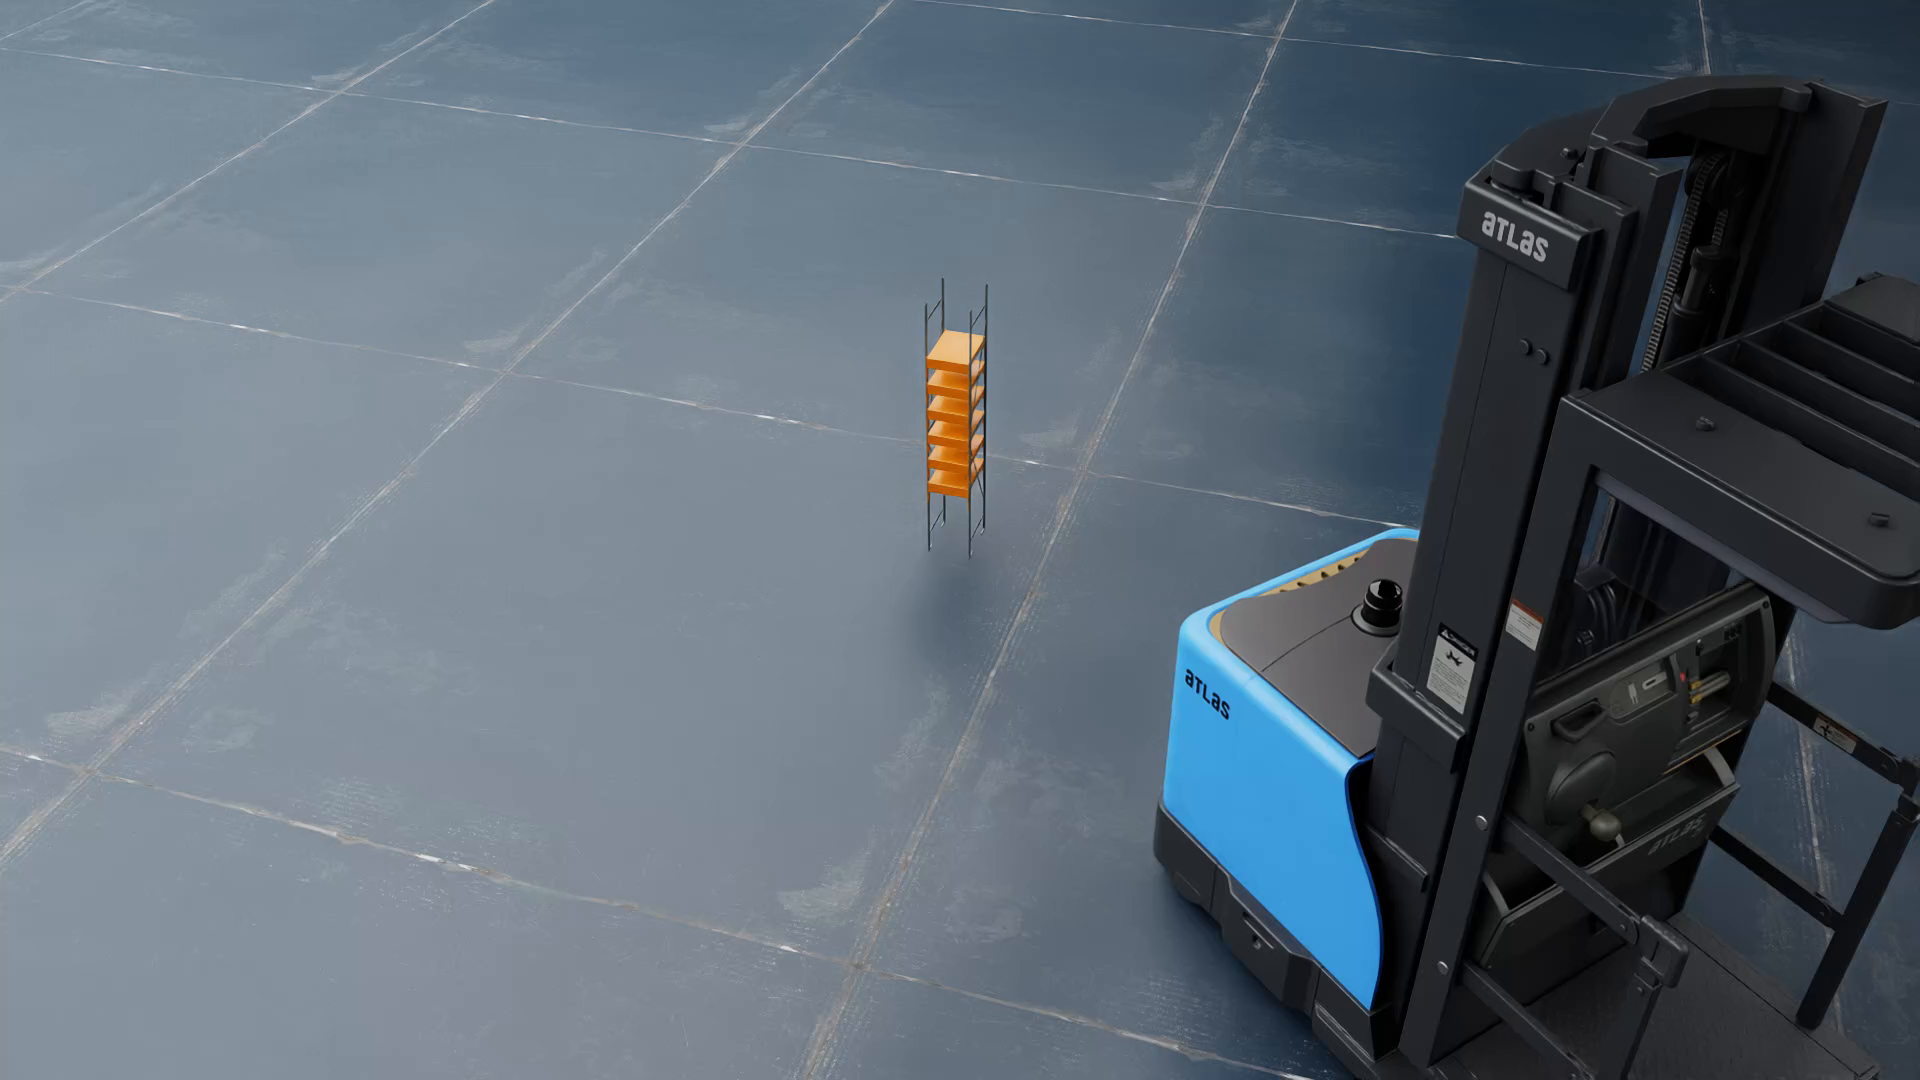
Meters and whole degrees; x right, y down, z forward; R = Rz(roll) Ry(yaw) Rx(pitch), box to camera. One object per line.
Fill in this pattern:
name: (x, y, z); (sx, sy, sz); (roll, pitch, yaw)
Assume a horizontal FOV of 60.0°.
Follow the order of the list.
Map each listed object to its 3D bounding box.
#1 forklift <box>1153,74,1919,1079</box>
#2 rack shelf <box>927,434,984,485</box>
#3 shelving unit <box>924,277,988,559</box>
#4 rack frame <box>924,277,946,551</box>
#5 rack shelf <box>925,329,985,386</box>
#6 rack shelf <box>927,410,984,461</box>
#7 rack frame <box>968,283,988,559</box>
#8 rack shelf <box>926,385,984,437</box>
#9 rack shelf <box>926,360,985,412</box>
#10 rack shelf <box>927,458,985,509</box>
forklift: (1.869, 0.513, 4.081); (1.130, 2.935, 3.031); (-20, 41, -25)
rack shelf: (-0.014, -0.353, 6.995); (0.180, 0.103, 0.258); (10, 38, 14)
shelving unit: (-0.014, -0.486, 6.898); (0.189, 1.200, 0.258); (10, 38, 14)
rack frame: (-0.101, -0.502, 6.920); (0.006, 1.200, 0.240); (10, 38, 14)
rack shelf: (-0.014, -0.740, 6.711); (0.180, 0.103, 0.258); (10, 38, 14)
rack shelf: (-0.014, -0.450, 6.924); (0.180, 0.103, 0.258); (10, 38, 14)
rack frame: (0.074, -0.470, 6.876); (0.006, 1.200, 0.240); (10, 38, 14)
rack shelf: (-0.014, -0.547, 6.853); (0.180, 0.103, 0.258); (10, 38, 14)
rack shelf: (-0.014, -0.643, 6.782); (0.180, 0.103, 0.258); (10, 38, 14)
rack shelf: (-0.014, -0.257, 7.066); (0.180, 0.103, 0.258); (10, 38, 14)
